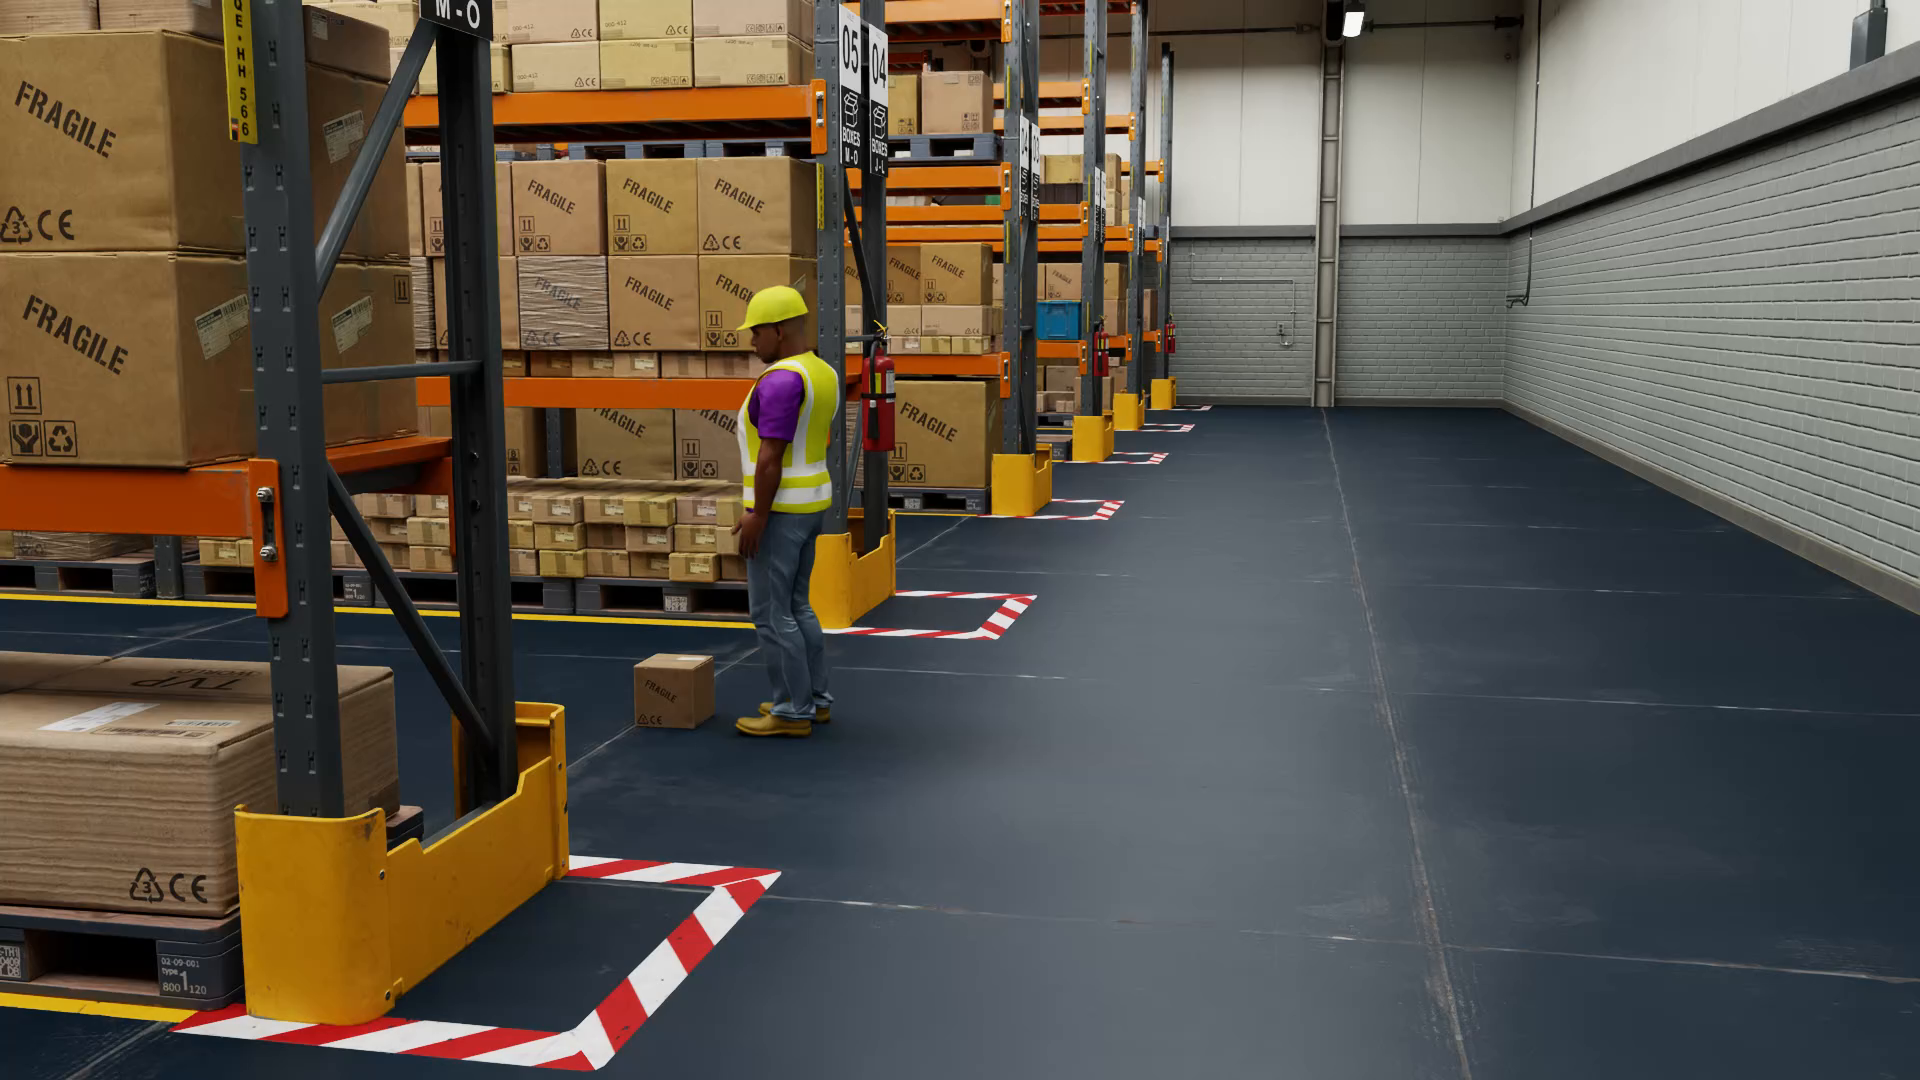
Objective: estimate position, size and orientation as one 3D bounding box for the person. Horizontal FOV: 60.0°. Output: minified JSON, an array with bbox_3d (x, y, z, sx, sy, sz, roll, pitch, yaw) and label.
[{"bbox_3d":[-0.690,-0.115,6.567,0.365,1.760,0.567,2,8,12],"label":"person"}]
